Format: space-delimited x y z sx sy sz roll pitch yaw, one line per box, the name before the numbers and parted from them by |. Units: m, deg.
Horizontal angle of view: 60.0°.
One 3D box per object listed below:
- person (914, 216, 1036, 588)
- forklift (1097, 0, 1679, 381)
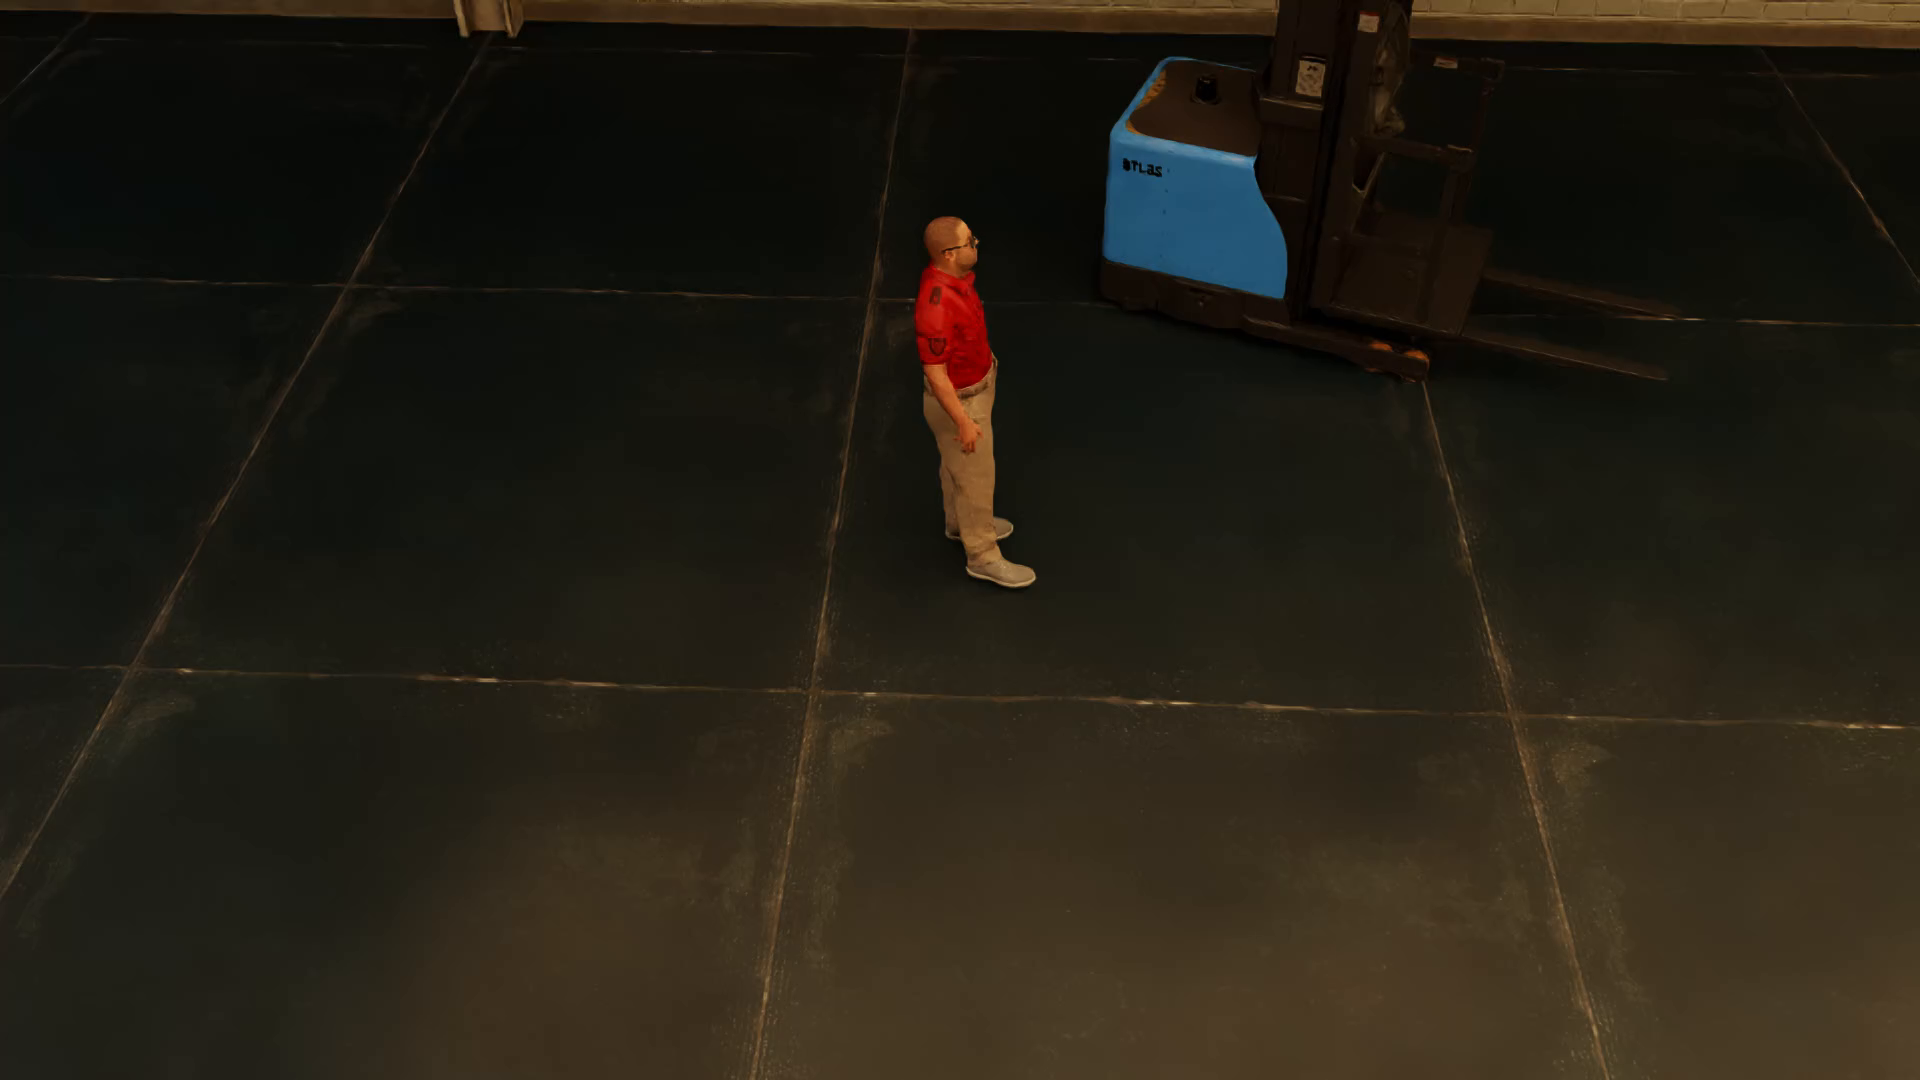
person | 0.089 -0.632 7.318 0.550 1.723 0.640 2 42 2
forklift | 2.336 -2.335 8.300 3.031 2.935 1.130 16 45 16
